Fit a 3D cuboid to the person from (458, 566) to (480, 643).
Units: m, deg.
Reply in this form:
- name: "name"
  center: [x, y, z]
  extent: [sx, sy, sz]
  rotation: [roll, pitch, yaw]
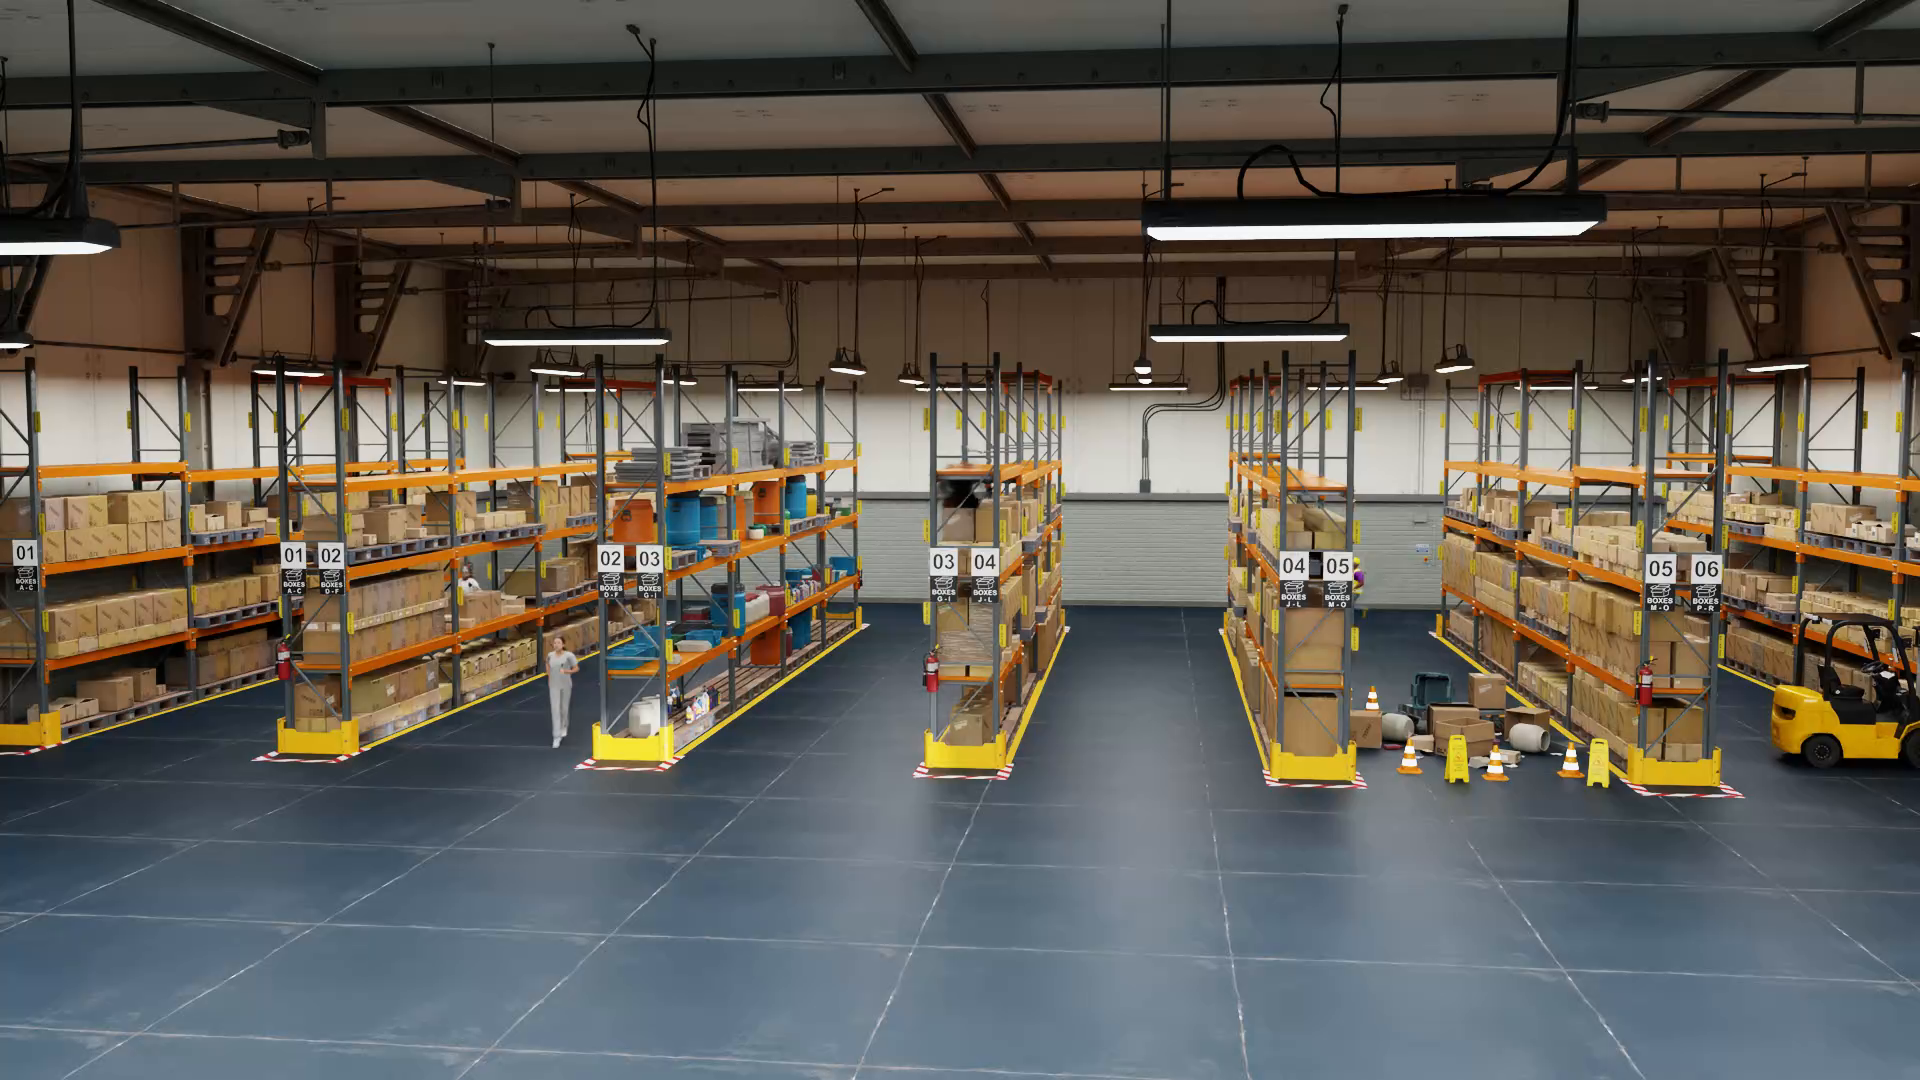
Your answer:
- name: "person"
  center: [-11.238, 1.465, 37.747]
  extent: [0.656, 1.743, 0.588]
  rotation: [0, 4, -3]

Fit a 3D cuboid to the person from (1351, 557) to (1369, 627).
- name: "person"
  center: [9.684, 1.283, 40.630]
  extent: [0.658, 1.717, 0.721]
  rotation: [0, 4, 1]

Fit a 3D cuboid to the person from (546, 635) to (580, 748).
- name: "person"
  center: [-6.210, 2.329, 25.977]
  extent: [0.549, 1.701, 0.880]
  rotation: [0, 4, -6]
